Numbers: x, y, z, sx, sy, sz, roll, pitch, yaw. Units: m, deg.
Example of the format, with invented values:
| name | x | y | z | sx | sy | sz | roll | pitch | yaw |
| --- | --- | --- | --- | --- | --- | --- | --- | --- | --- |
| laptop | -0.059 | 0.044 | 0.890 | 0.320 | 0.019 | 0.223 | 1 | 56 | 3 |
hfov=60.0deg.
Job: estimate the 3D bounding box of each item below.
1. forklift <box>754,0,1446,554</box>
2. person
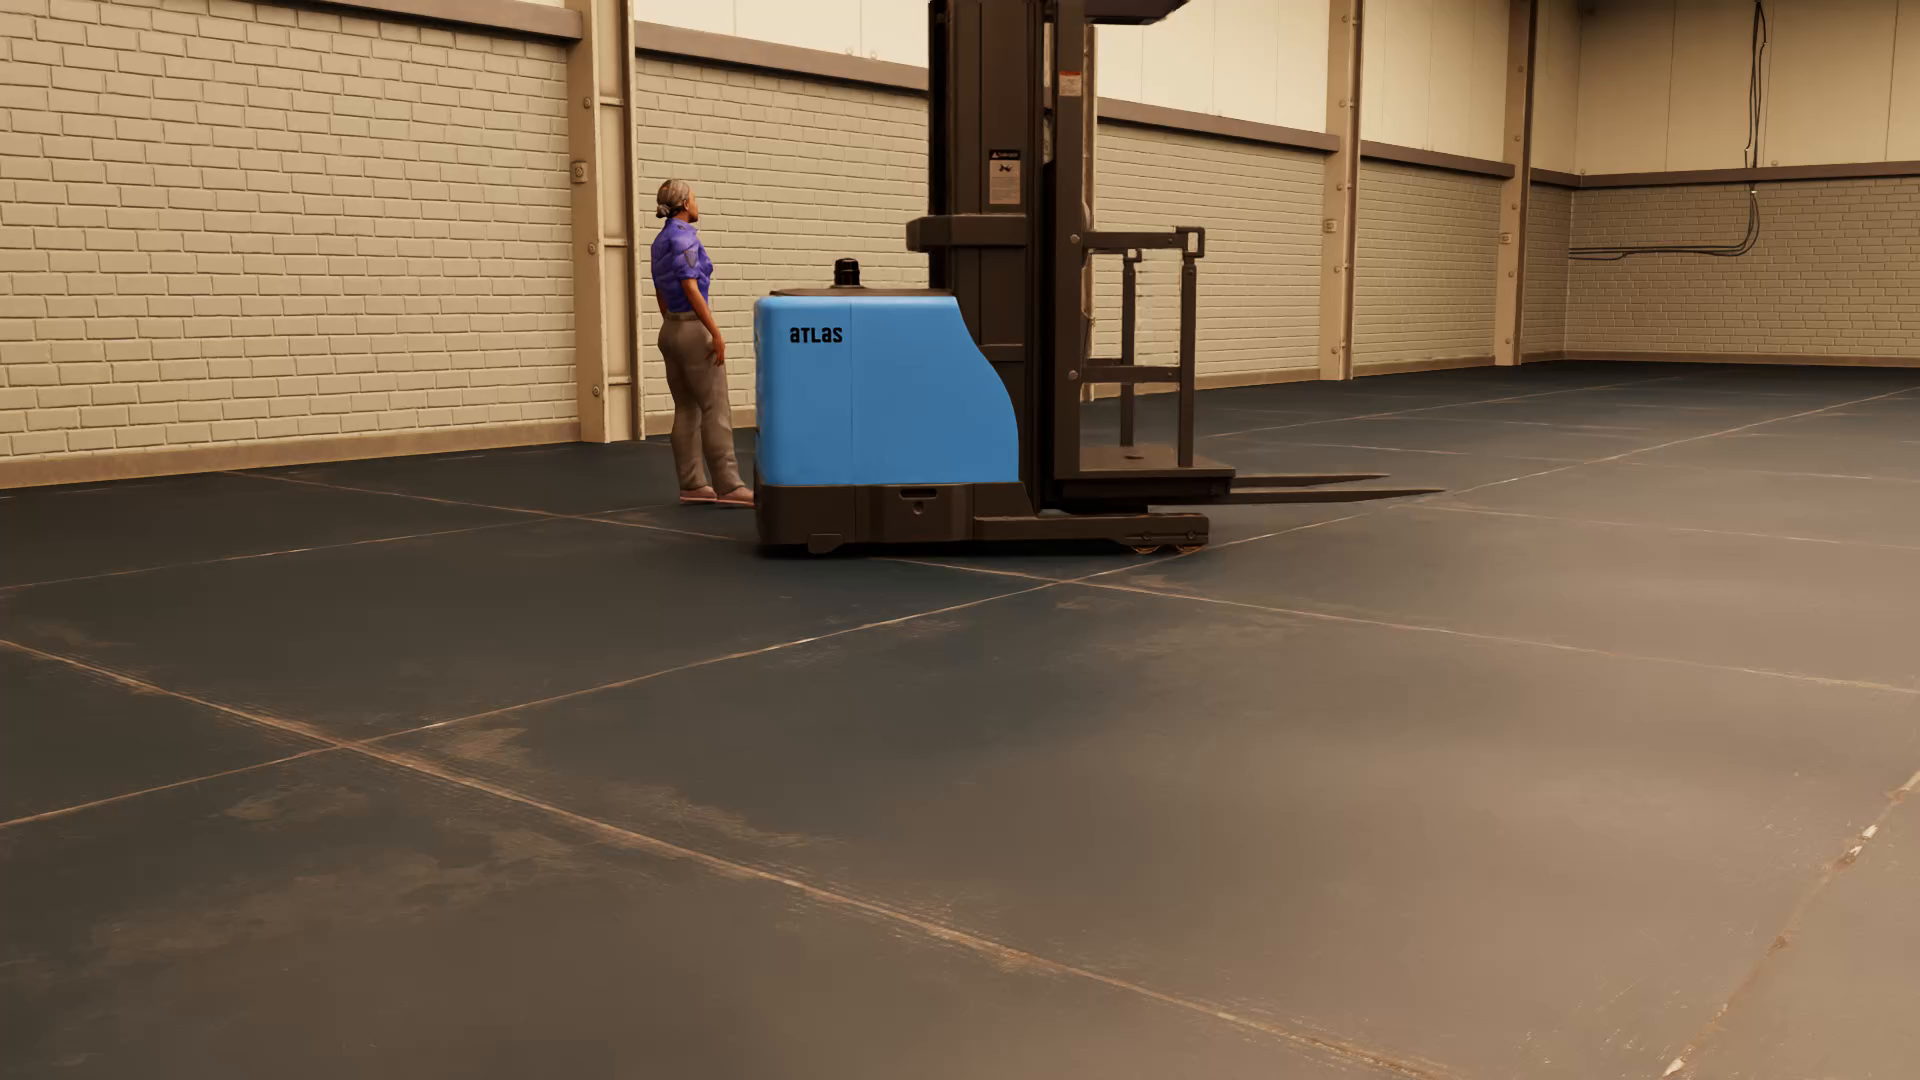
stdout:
| name | x | y | z | sx | sy | sz | roll | pitch | yaw |
| --- | --- | --- | --- | --- | --- | --- | --- | --- | --- |
| forklift | 0.613 | -1.467 | 7.305 | 3.031 | 2.935 | 1.130 | -1 | 8 | -9 |
| person | -1.308 | -1.013 | 8.562 | 0.504 | 1.654 | 0.570 | -5 | 10 | -30 |
